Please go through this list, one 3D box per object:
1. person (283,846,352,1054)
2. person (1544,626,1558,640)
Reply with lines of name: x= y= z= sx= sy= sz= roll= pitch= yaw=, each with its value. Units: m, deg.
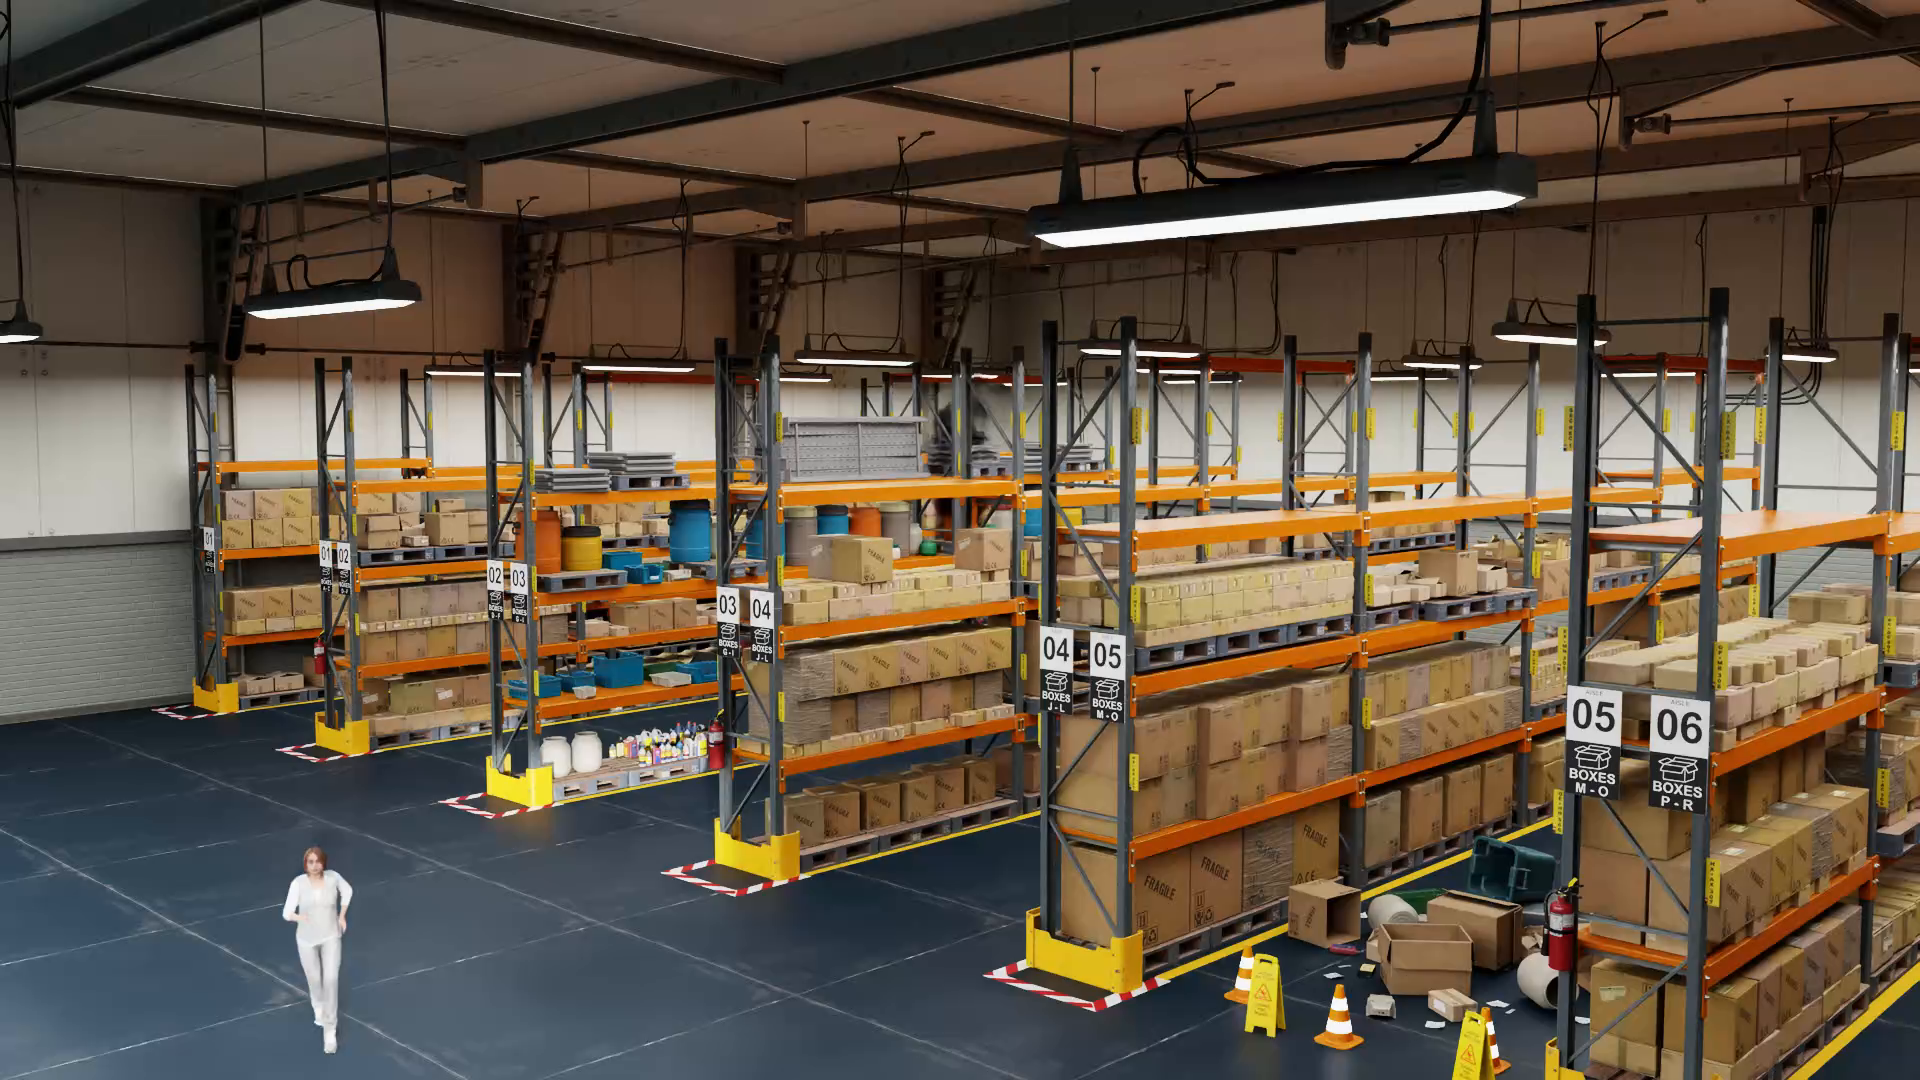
person: x=-5.273 y=3.317 z=13.670 sx=0.522 sy=1.645 sz=0.743 roll=-1 pitch=5 yaw=-18
person: x=9.347 y=2.231 z=26.357 sx=0.670 sy=1.776 sz=1.006 roll=4 pitch=6 yaw=44
